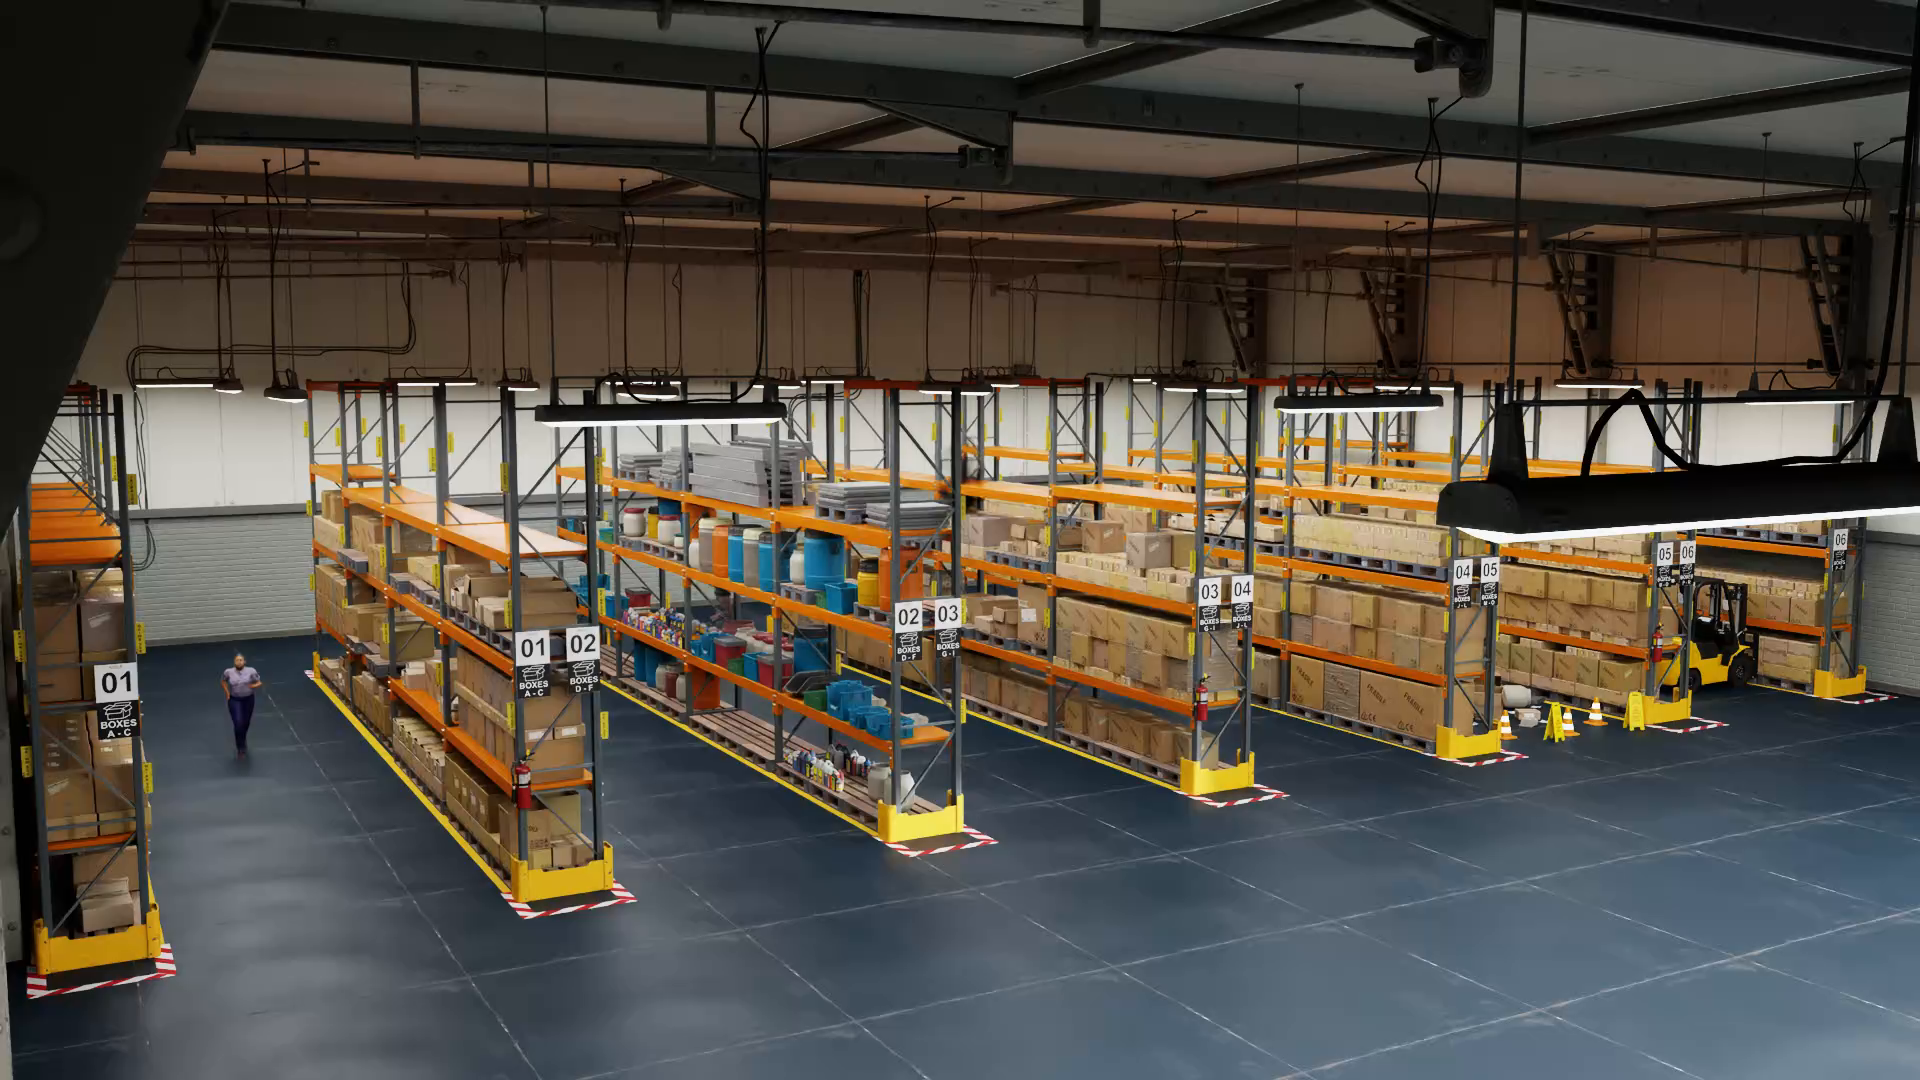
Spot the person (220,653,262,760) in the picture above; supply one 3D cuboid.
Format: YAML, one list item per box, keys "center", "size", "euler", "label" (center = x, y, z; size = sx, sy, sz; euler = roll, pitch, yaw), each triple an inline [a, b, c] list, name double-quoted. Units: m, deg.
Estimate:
- center: [-11.606, 2.665, 26.912]
  size: [0.581, 1.702, 0.814]
  euler: [-4, 7, -34]
  label: "person"

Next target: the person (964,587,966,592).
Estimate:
- center: [-0.050, 1.545, 37.325]
  size: [0.615, 1.658, 0.620]
  euler: [-5, 8, -37]
  label: "person"

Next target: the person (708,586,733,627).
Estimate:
- center: [-5.612, 1.329, 39.142]
  size: [0.720, 1.687, 0.664]
  euler: [-3, 7, -24]
  label: "person"

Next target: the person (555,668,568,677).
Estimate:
- center: [-7.076, 2.313, 29.653]
  size: [0.675, 1.845, 0.775]
  euler: [-3, 7, -26]
  label: "person"
